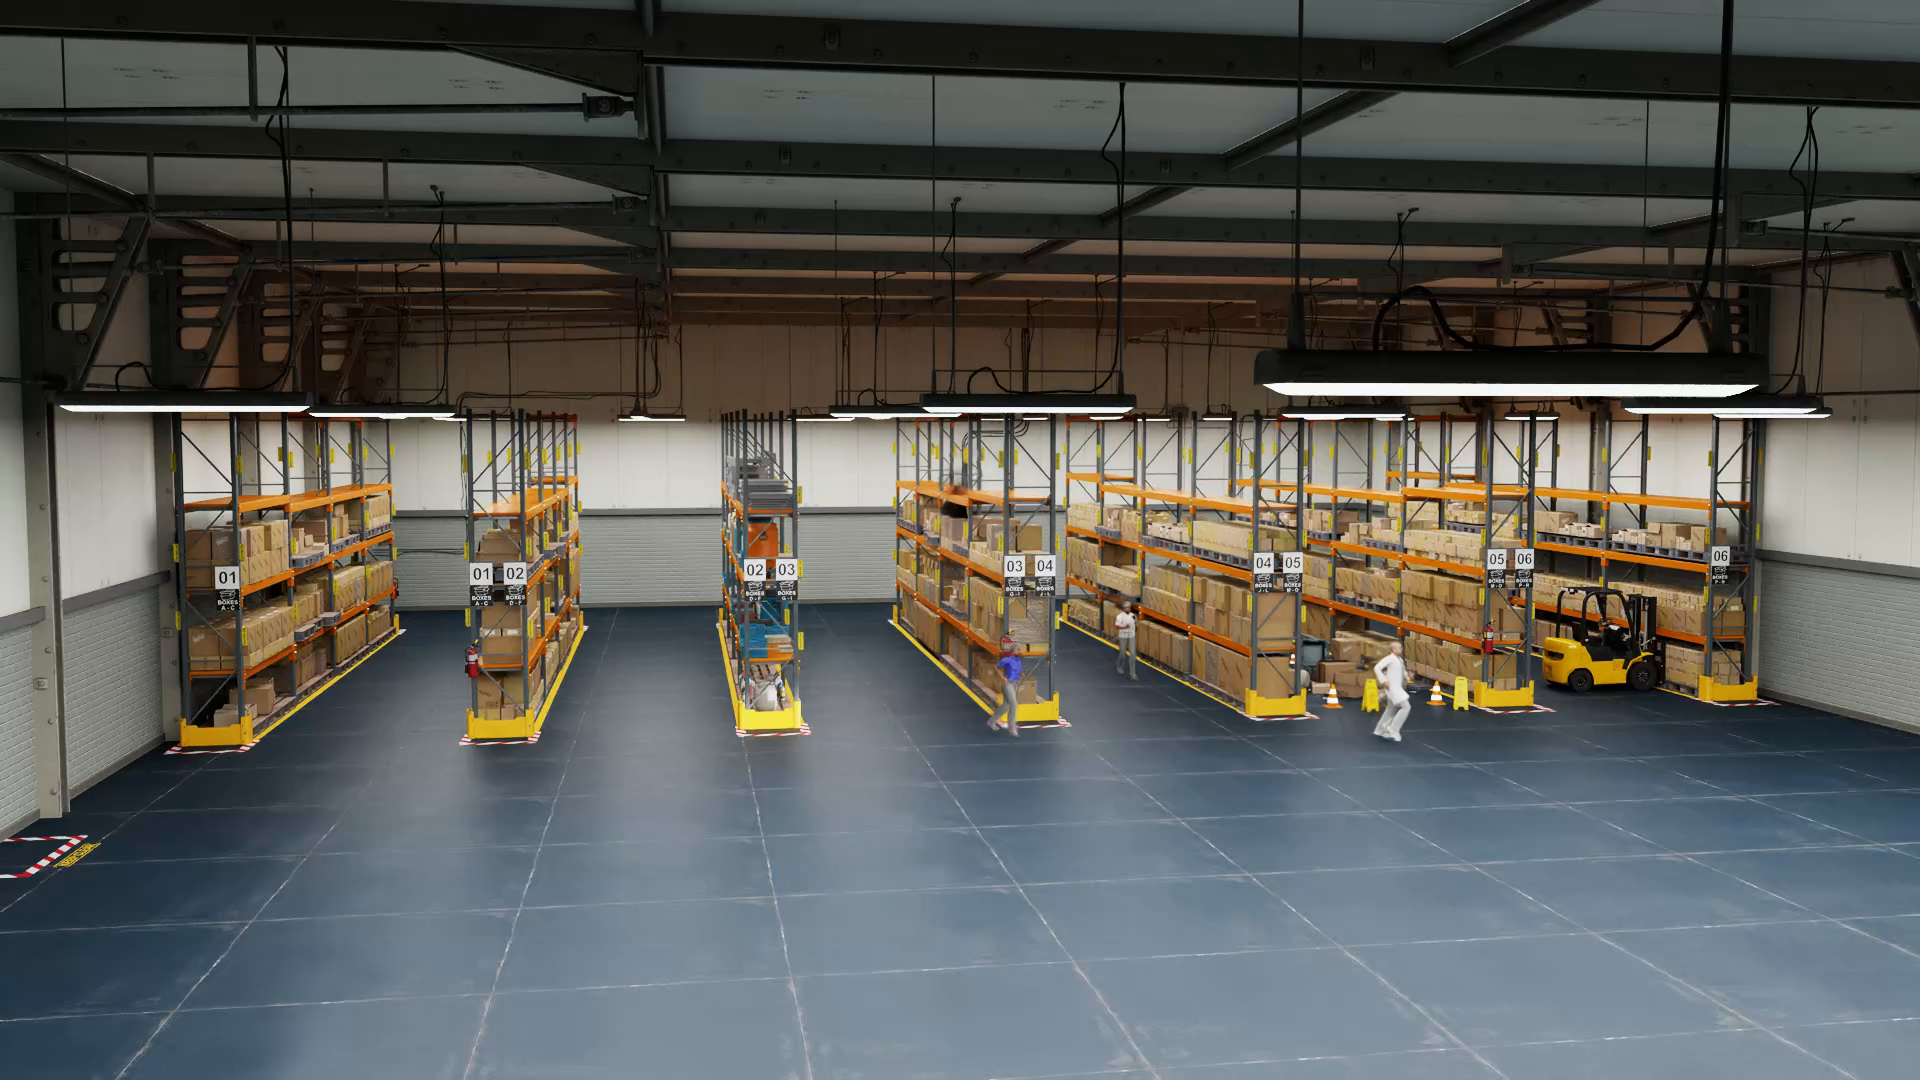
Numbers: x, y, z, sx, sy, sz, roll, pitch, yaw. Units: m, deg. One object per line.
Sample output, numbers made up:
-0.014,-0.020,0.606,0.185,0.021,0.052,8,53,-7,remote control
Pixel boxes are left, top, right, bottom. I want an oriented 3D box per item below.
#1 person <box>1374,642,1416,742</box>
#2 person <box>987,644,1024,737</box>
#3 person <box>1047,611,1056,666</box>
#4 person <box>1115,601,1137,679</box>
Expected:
7.876,2.742,30.094,0.755,1.801,0.689,2,4,27,person
0.901,2.781,30.830,0.771,1.690,0.588,3,5,34,person
2.083,2.186,39.407,0.548,1.568,0.805,-1,4,-14,person
3.770,2.231,37.570,0.570,1.719,0.850,-1,4,-13,person
